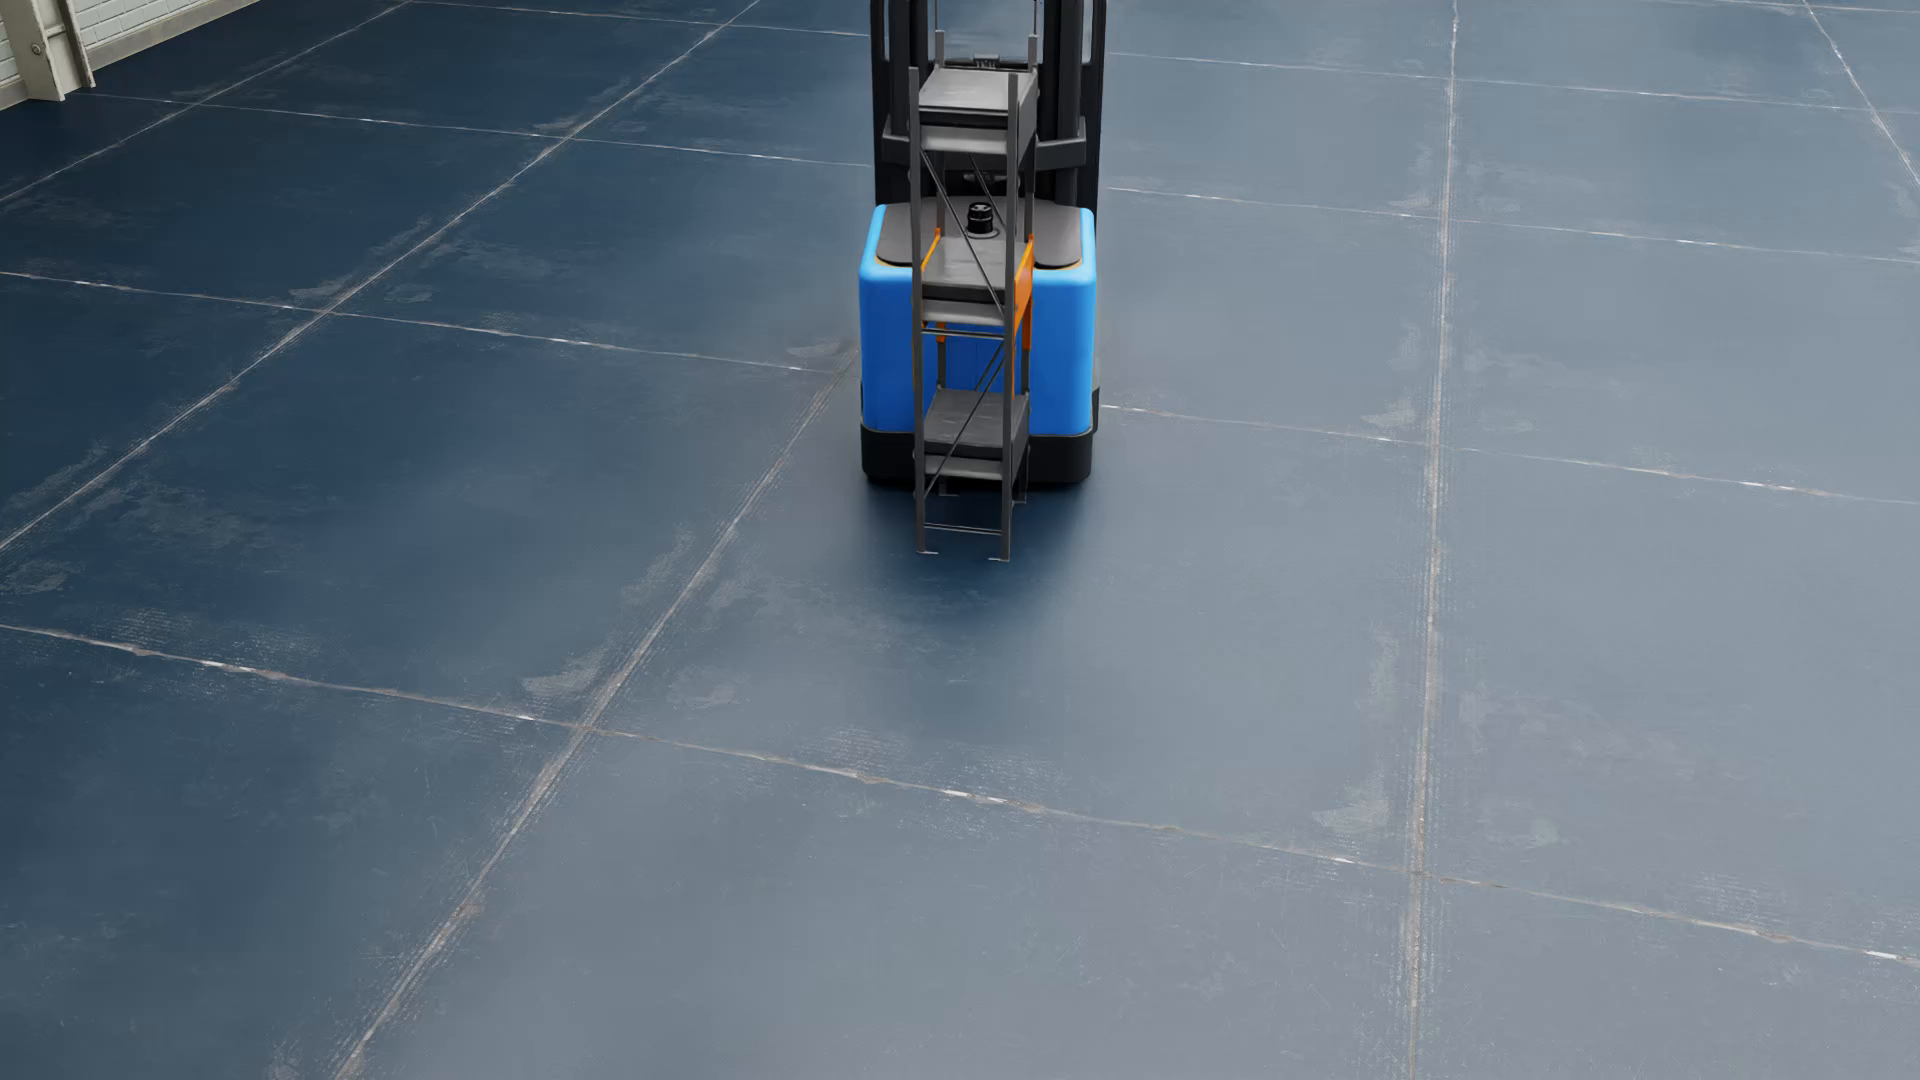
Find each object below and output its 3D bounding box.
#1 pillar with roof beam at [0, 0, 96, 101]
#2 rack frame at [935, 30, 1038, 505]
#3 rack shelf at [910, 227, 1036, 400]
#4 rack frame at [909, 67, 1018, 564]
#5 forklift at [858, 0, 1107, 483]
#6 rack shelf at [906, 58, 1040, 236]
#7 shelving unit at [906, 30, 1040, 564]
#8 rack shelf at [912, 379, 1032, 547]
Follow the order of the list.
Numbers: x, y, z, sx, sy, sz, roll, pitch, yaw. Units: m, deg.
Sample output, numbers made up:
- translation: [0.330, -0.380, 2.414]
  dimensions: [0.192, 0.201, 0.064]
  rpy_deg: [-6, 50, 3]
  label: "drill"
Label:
- translation: [-2.640, -6.606, 9.254]
  dimensions: [9.100, 9.000, 0.400]
  rpy_deg: [8, 33, 12]
  label: "pillar with roof beam"
- translation: [0.101, -1.066, 6.970]
  dimensions: [0.400, 2.100, 0.015]
  rpy_deg: [6, 33, 9]
  label: "rack frame"
- translation: [0.057, -0.926, 6.774]
  dimensions: [0.431, 0.518, 0.480]
  rpy_deg: [6, 33, 9]
  label: "rack shelf"
- translation: [0.012, -0.808, 6.565]
  dimensions: [0.400, 2.100, 0.015]
  rpy_deg: [6, 33, 9]
  label: "rack frame"
- translation: [0.142, -2.257, 8.067]
  dimensions: [1.130, 2.935, 3.031]
  rpy_deg: [1, 32, 2]
  label: "forklift"
- translation: [0.057, -1.516, 6.399]
  dimensions: [0.431, 0.518, 0.480]
  rpy_deg: [6, 33, 9]
  label: "rack shelf"
- translation: [0.057, -0.937, 6.767]
  dimensions: [0.431, 2.100, 0.503]
  rpy_deg: [6, 33, 9]
  label: "shelving unit"
- translation: [0.057, -0.335, 7.150]
  dimensions: [0.431, 0.518, 0.480]
  rpy_deg: [6, 33, 9]
  label: "rack shelf"
